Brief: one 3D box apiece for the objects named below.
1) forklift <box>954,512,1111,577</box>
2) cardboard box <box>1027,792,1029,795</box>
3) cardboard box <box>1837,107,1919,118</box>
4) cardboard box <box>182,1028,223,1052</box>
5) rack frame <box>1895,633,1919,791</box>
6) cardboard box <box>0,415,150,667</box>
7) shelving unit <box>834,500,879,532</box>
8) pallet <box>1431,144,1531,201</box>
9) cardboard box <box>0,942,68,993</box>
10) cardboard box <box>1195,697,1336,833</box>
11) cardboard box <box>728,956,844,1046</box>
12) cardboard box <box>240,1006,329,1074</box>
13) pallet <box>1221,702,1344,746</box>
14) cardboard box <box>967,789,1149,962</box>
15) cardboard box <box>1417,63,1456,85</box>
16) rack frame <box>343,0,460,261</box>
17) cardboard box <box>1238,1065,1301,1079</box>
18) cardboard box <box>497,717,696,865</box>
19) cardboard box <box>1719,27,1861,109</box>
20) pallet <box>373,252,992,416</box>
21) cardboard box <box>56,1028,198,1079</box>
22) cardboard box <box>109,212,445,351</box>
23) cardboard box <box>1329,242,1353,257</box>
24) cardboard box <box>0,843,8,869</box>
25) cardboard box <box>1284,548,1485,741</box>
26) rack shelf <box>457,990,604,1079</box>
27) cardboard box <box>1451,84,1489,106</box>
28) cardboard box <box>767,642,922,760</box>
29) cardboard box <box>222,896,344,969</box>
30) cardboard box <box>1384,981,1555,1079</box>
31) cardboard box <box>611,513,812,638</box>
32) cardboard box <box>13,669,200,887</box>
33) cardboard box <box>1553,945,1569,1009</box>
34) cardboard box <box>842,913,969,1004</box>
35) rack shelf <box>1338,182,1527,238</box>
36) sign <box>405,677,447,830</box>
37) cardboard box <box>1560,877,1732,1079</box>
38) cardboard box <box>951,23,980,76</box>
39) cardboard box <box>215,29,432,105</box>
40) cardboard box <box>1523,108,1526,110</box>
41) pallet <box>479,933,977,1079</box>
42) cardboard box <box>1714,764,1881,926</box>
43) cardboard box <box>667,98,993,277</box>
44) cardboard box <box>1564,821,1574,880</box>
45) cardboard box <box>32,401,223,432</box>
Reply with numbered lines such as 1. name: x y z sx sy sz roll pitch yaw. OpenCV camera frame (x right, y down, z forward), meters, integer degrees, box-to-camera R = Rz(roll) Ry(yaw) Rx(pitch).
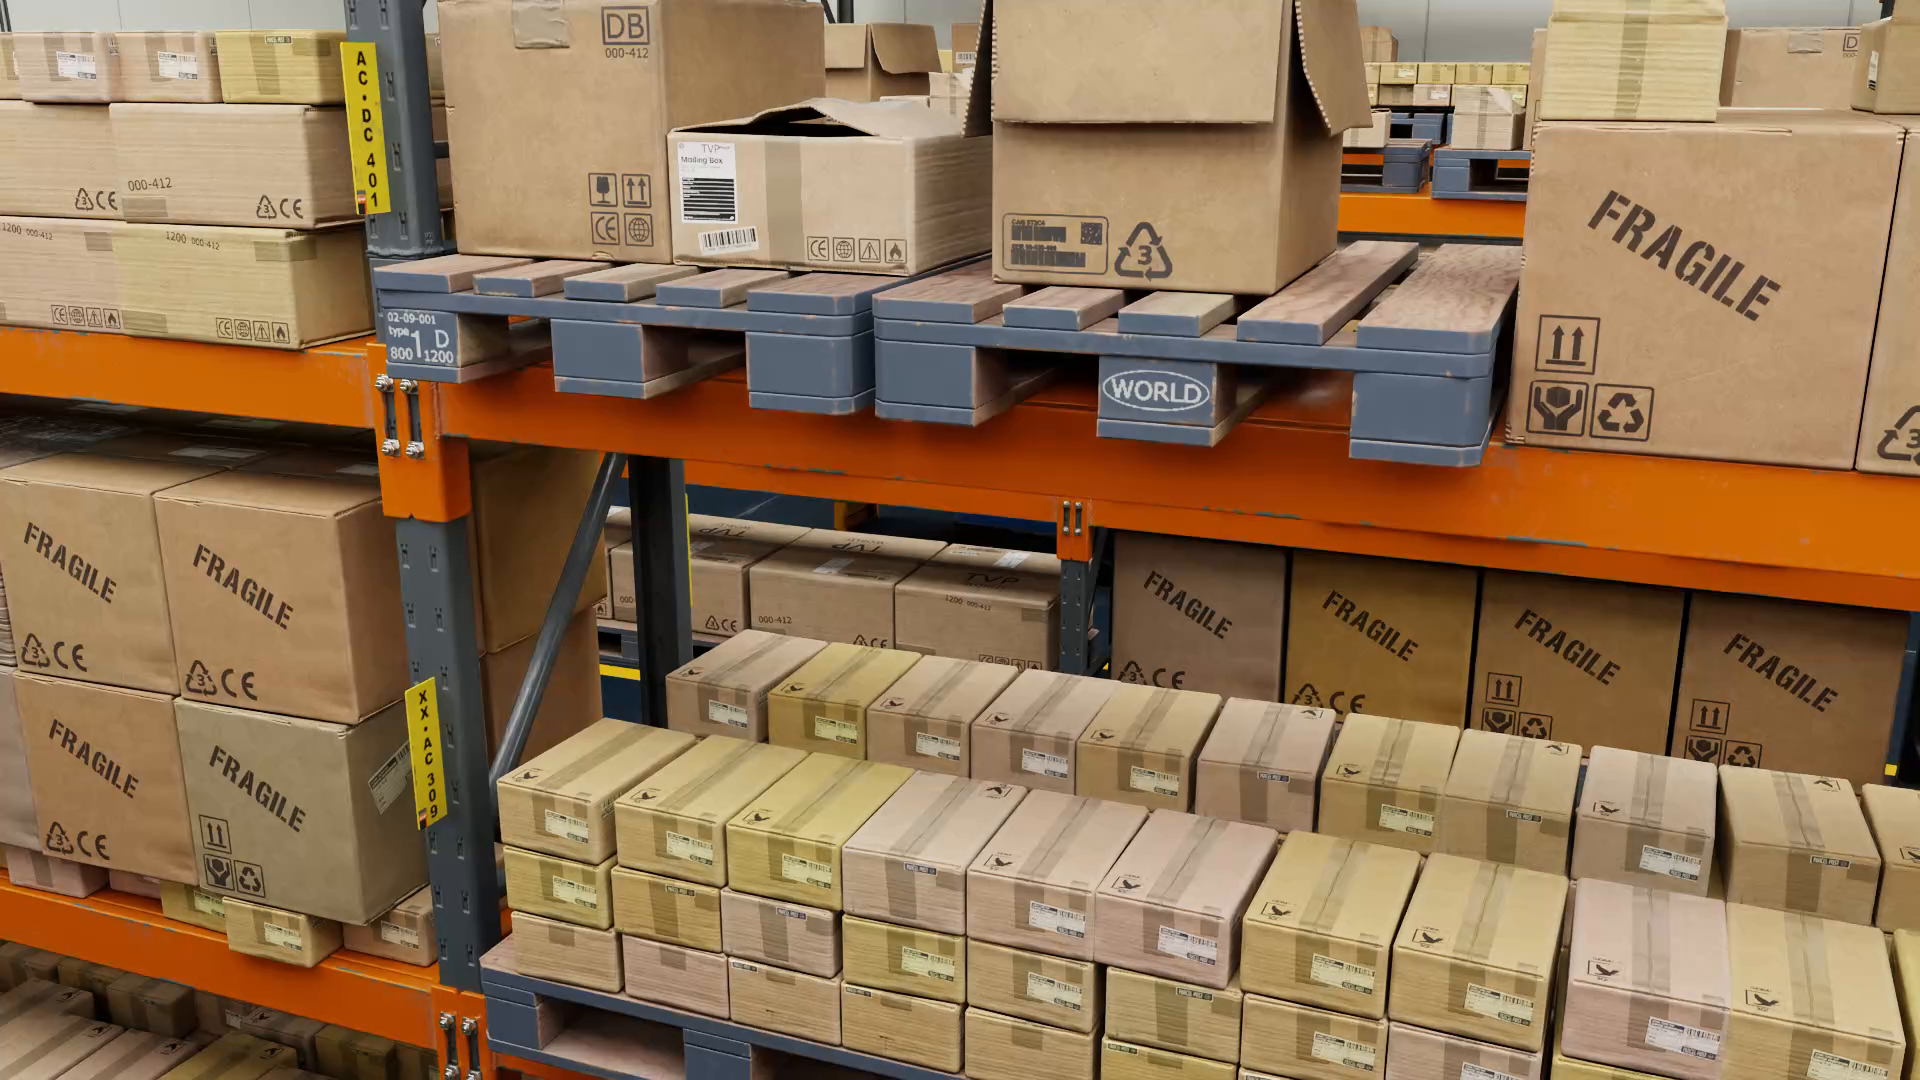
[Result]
1. forklift: 1.516 -1.197 11.040 3.031 2.935 1.130 7 18 24
2. cardboard box: 0.203 0.586 3.938 0.250 0.149 0.380 6 17 19
3. cardboard box: 1.848 -0.515 3.008 0.500 0.500 0.500 6 17 21
4. cardboard box: -2.197 1.565 5.231 0.250 0.149 0.380 7 18 23
5. rack frame: 4.472 -0.144 7.290 0.127 3.000 1.000 6 17 21
6. cardboard box: -2.462 -0.016 4.341 0.500 0.500 0.500 7 18 22
7. shelving unit: -0.324 -0.771 12.139 1.083 1.500 0.587 7 18 24
8. pallet: 2.812 -1.660 7.469 1.213 0.211 1.003 7 18 23
9. cardboard box: -2.914 1.348 5.444 0.250 0.149 0.380 6 17 19
10. cardboard box: 0.686 0.498 3.708 0.250 0.149 0.380 5 17 18
11. cardboard box: -0.283 0.873 3.484 0.250 0.149 0.380 6 17 21
12. cardboard box: -1.955 1.456 5.070 0.250 0.149 0.380 6 17 19
13. pallet: 1.496 0.845 8.883 1.213 0.211 1.003 6 17 21
14. cardboard box: 0.195 0.640 3.220 0.250 0.149 0.380 6 17 20
15. cardboard box: 3.429 -3.344 11.916 0.250 0.149 0.380 6 17 20
16. rack frame: -0.971 -2.140 3.405 0.127 3.000 1.000 6 17 21
17. cardboard box: 0.676 0.978 3.121 0.250 0.149 0.380 5 17 18
18. cardboard box: -0.774 0.534 3.585 0.250 0.149 0.380 7 18 23
19. cardboard box: 3.481 -1.886 6.978 0.500 0.500 0.700 5 17 18
20. pallet: -0.436 -0.519 3.537 1.003 0.211 1.213 6 17 21
21. cardboard box: -2.383 1.564 4.700 0.250 0.149 0.380 5 17 18
22. cardboard box: -1.527 -0.608 3.776 0.500 0.250 0.500 7 17 22
23. cardboard box: 2.937 -1.983 12.692 0.500 0.500 0.700 7 18 22
24. cardboard box: -2.541 0.759 4.628 0.250 0.149 0.380 6 17 20
25. cardboard box: 2.200 0.399 8.478 0.875 0.875 0.875 7 18 22
26. rack shelf: 0.889 1.291 3.637 4.000 0.370 1.077 6 17 21
27. cardboard box: 3.652 -3.173 11.861 0.250 0.149 0.380 6 17 20
28. cardboard box: -0.276 0.392 4.074 0.250 0.149 0.380 6 17 19
29. cardboard box: -1.603 0.895 4.161 0.250 0.149 0.380 6 17 19
30. cardboard box: 0.922 0.862 2.987 0.250 0.149 0.380 7 18 22
31. cardboard box: -1.465 0.199 9.949 0.875 0.438 0.875 7 18 22
32. cardboard box: -2.008 0.520 4.288 0.500 0.500 0.500 6 17 19
33. cardboard box: 1.407 0.862 3.521 0.250 0.149 0.380 7 18 22
34. cardboard box: -0.049 0.755 3.355 0.250 0.149 0.380 5 17 18
35. rack shelf: 2.611 -1.444 7.676 4.000 0.370 1.077 6 17 21
36. sign: -1.163 0.467 3.633 0.005 0.325 0.100 6 17 21
37. cardboard box: 1.177 0.747 2.852 0.250 0.149 0.380 6 17 21
38. cardboard box: 0.281 -2.406 8.589 0.500 0.500 0.500 7 17 22
39. cardboard box: -1.363 -1.020 3.584 0.250 0.149 0.380 5 17 18
40. cardboard box: 2.565 -1.929 7.723 0.250 0.166 0.380 8 18 25
41. pallet: -0.314 0.949 3.869 1.213 0.211 1.003 6 17 21
42. cardboard box: 1.667 0.606 3.338 0.250 0.149 0.380 6 17 18
43. cardboard box: -0.230 -0.714 3.279 0.500 0.311 0.500 6 17 20
44. cardboard box: 1.175 0.693 3.569 0.250 0.149 0.380 6 17 20
45. cardboard box: -2.247 -0.148 4.797 0.500 0.500 0.500 7 17 22
